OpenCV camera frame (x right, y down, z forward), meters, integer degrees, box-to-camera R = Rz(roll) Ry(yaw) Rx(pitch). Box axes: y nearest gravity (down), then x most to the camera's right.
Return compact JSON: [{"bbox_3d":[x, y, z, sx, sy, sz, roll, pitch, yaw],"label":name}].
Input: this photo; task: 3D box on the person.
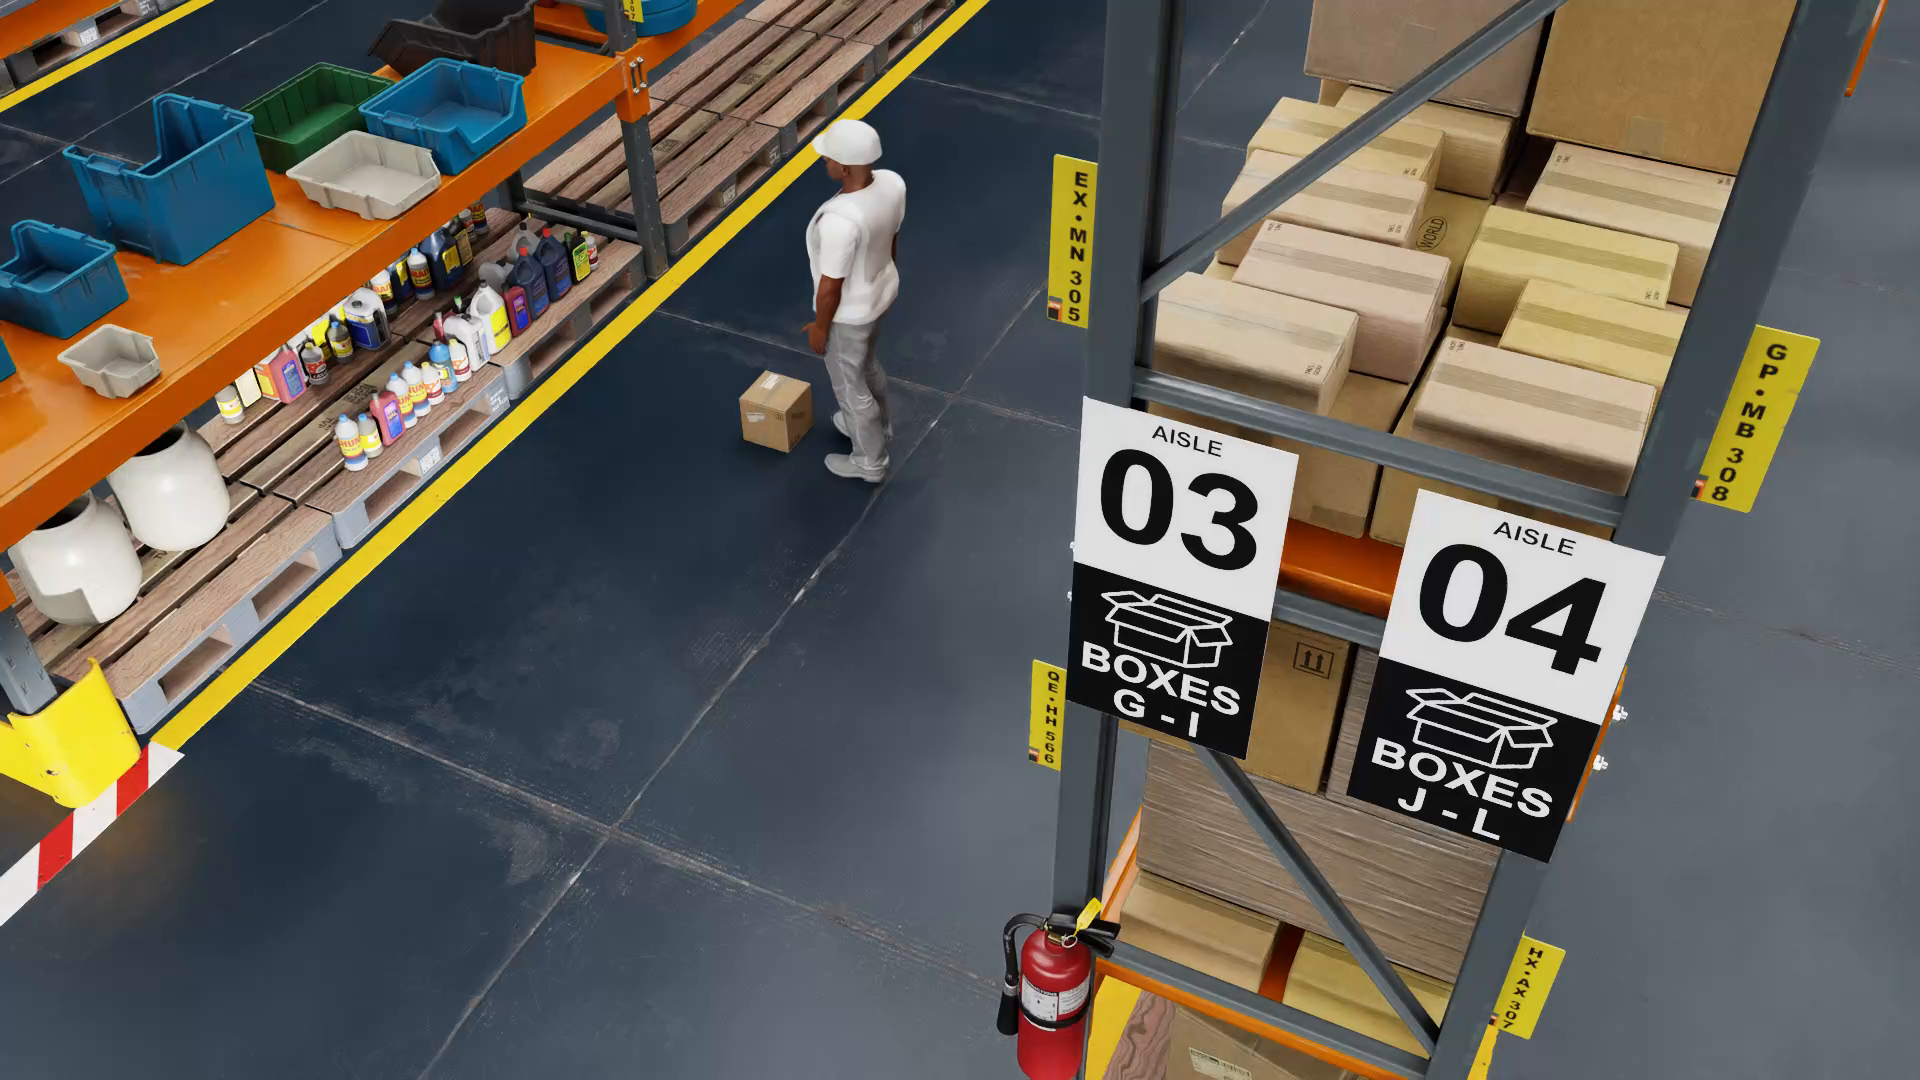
[{"bbox_3d":[-0.487,-1.047,7.327,0.417,1.767,0.564,18,45,19],"label":"person"}]
